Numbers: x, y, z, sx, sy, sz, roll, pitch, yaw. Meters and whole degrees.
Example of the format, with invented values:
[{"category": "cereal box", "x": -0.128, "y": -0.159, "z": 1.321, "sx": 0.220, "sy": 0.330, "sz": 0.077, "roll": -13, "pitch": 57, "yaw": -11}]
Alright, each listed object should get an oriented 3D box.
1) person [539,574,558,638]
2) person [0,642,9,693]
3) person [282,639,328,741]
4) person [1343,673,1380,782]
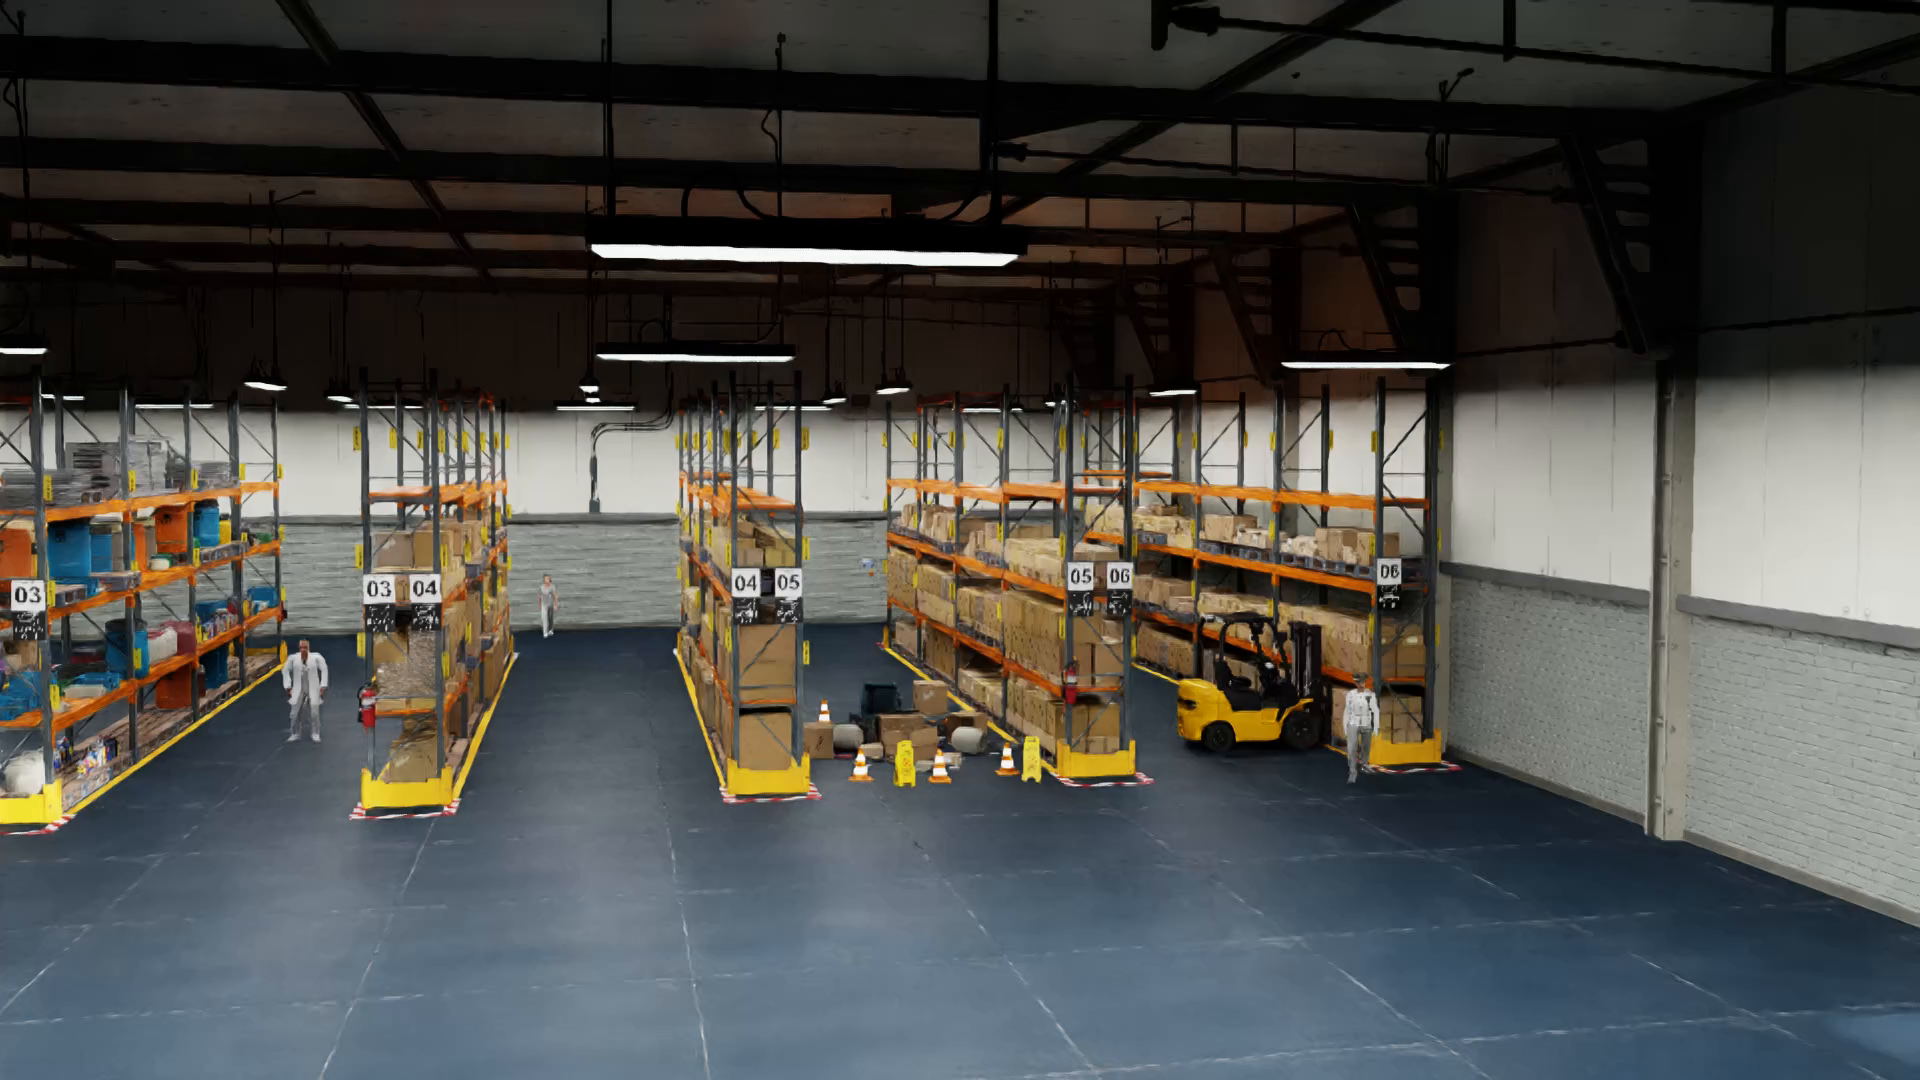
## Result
[{"category": "person", "x": -10.504, "y": 1.666, "z": 42.450, "sx": 0.455, "sy": 1.612, "sz": 1.019, "roll": -1, "pitch": 3, "yaw": -13}, {"category": "person", "x": -17.762, "y": 2.407, "z": 30.567, "sx": 0.418, "sy": 1.514, "sz": 1.039, "roll": -1, "pitch": 4, "yaw": -15}, {"category": "person", "x": -10.881, "y": 2.495, "z": 27.658, "sx": 0.688, "sy": 1.733, "sz": 0.546, "roll": -1, "pitch": 4, "yaw": -14}, {"category": "person", "x": 5.918, "y": 2.730, "z": 24.547, "sx": 0.521, "sy": 1.611, "sz": 0.938, "roll": 1, "pitch": 3, "yaw": 9}]
